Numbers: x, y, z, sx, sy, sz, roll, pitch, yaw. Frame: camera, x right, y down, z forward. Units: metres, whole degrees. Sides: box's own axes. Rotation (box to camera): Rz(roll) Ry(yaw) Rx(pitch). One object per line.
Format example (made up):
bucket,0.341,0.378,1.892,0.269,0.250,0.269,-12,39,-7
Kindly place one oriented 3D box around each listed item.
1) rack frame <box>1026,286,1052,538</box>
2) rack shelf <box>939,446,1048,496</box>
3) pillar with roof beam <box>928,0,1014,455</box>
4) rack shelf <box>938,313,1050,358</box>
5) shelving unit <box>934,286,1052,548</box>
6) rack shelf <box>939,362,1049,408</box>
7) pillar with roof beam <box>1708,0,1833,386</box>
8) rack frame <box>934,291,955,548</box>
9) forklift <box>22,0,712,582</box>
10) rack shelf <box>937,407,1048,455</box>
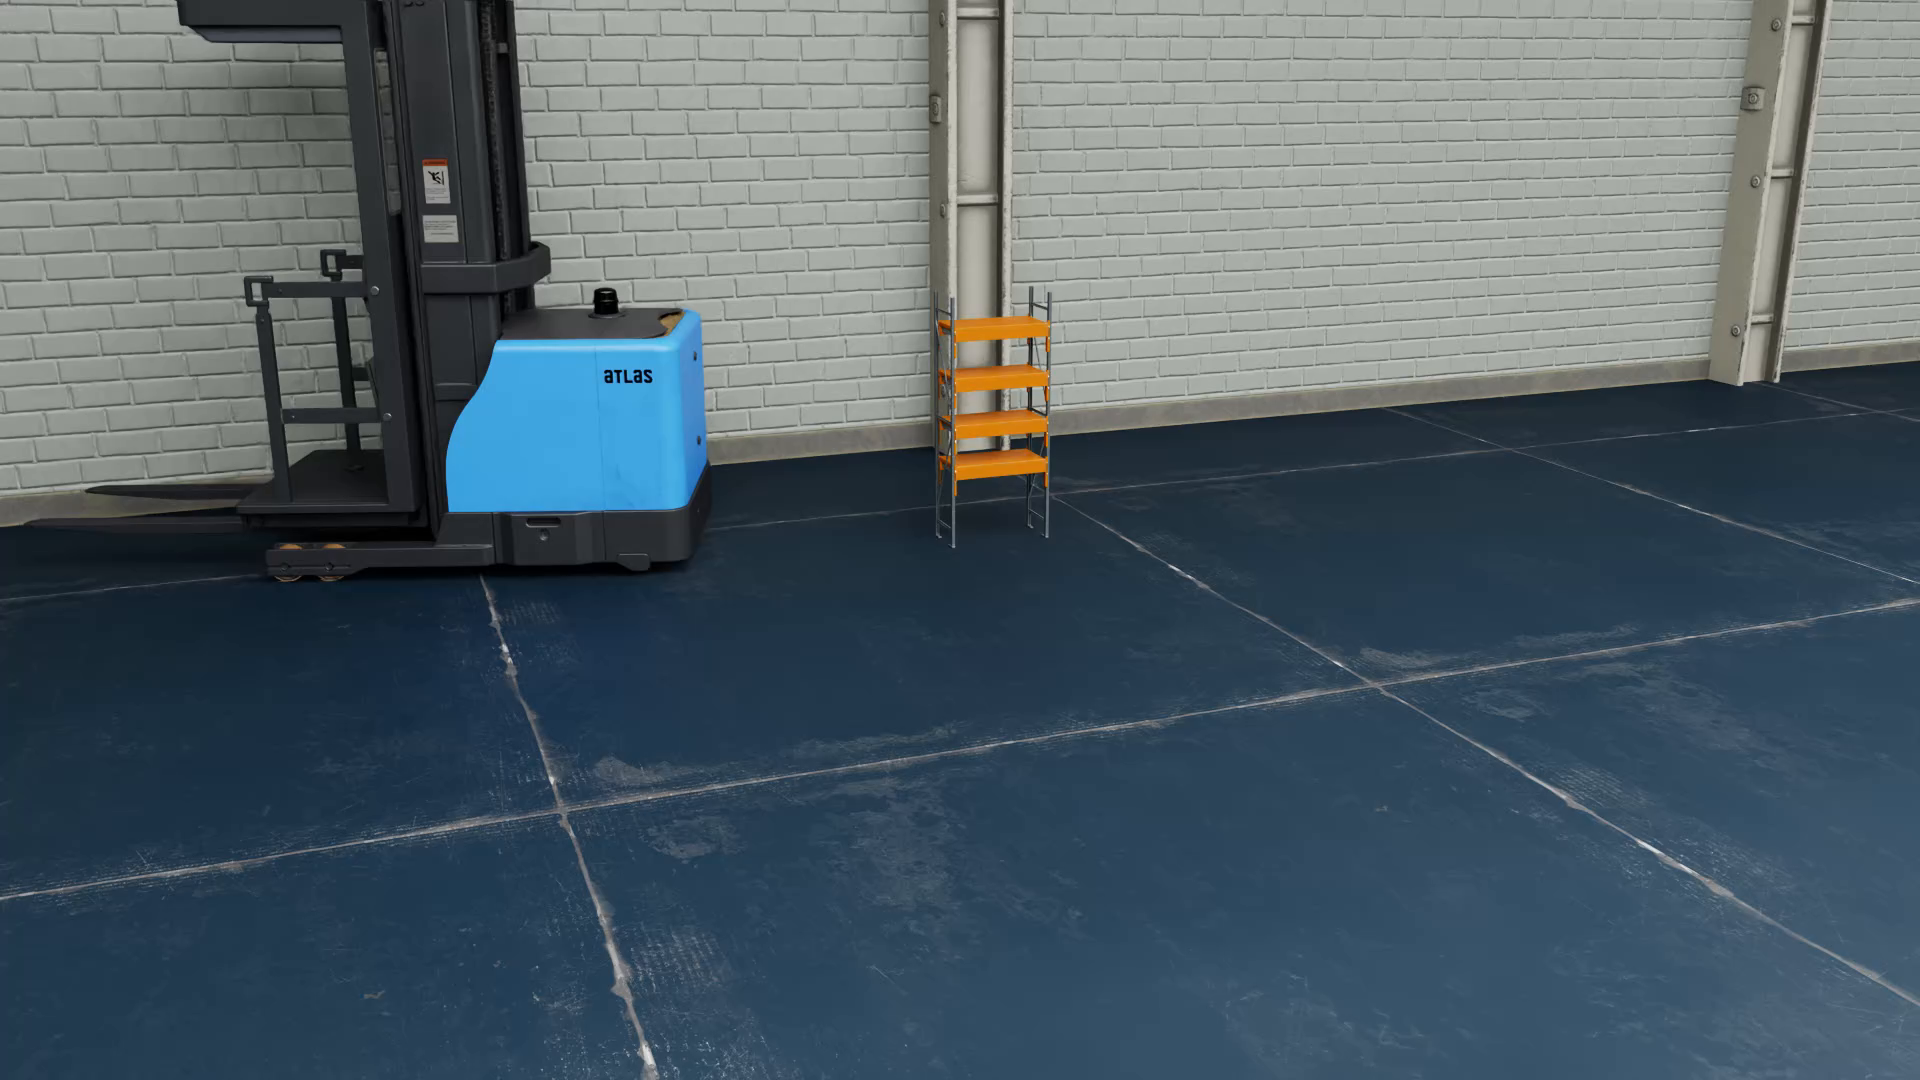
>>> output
rack frame,0.382,-0.617,8.070,0.015,1.200,0.240,-6,17,-20
rack shelf,0.155,-0.337,8.061,0.480,0.148,0.258,-6,17,-20
pillar with roof beam,1.602,-3.739,4.859,0.400,9.000,9.100,-6,17,-20
rack shelf,0.155,-0.969,7.875,0.480,0.148,0.258,-6,17,-20
shelving unit,0.155,-0.592,7.986,0.503,1.200,0.258,-6,17,-20
rack shelf,0.155,-0.742,7.942,0.480,0.148,0.258,-6,17,-20
pillar with roof beam,7.205,-4.344,6.919,0.400,9.000,9.100,-6,17,-20
rack frame,-0.073,-0.568,7.902,0.015,1.200,0.240,-6,17,-20
forklift,-2.753,-1.370,7.563,3.031,2.935,1.130,-1,16,-2
rack shelf,0.155,-0.528,8.005,0.480,0.148,0.258,-6,17,-20
